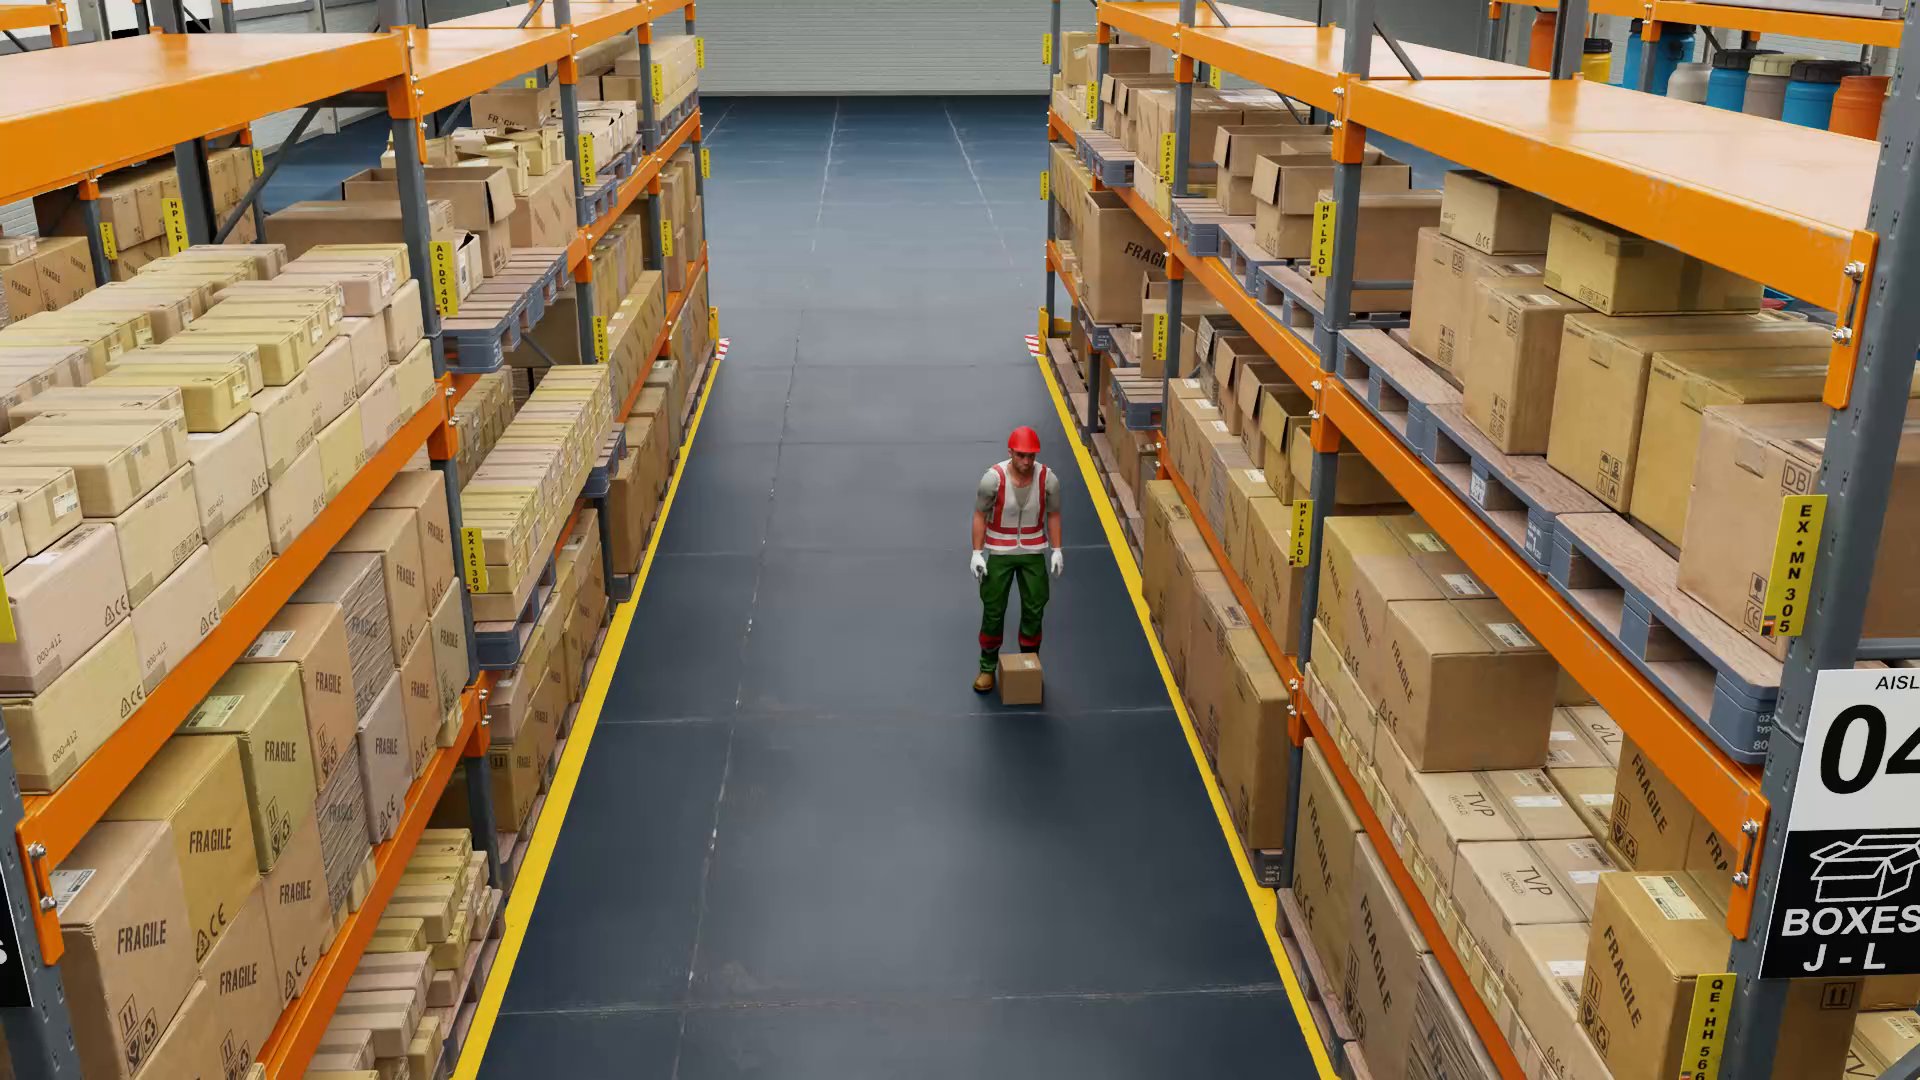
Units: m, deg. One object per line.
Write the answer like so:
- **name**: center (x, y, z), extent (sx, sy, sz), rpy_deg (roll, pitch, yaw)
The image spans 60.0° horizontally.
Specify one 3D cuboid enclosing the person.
- **person**: center (0.372, 0.109, 10.757), extent (0.619, 1.779, 0.449), rpy_deg (-2, 20, -6)
